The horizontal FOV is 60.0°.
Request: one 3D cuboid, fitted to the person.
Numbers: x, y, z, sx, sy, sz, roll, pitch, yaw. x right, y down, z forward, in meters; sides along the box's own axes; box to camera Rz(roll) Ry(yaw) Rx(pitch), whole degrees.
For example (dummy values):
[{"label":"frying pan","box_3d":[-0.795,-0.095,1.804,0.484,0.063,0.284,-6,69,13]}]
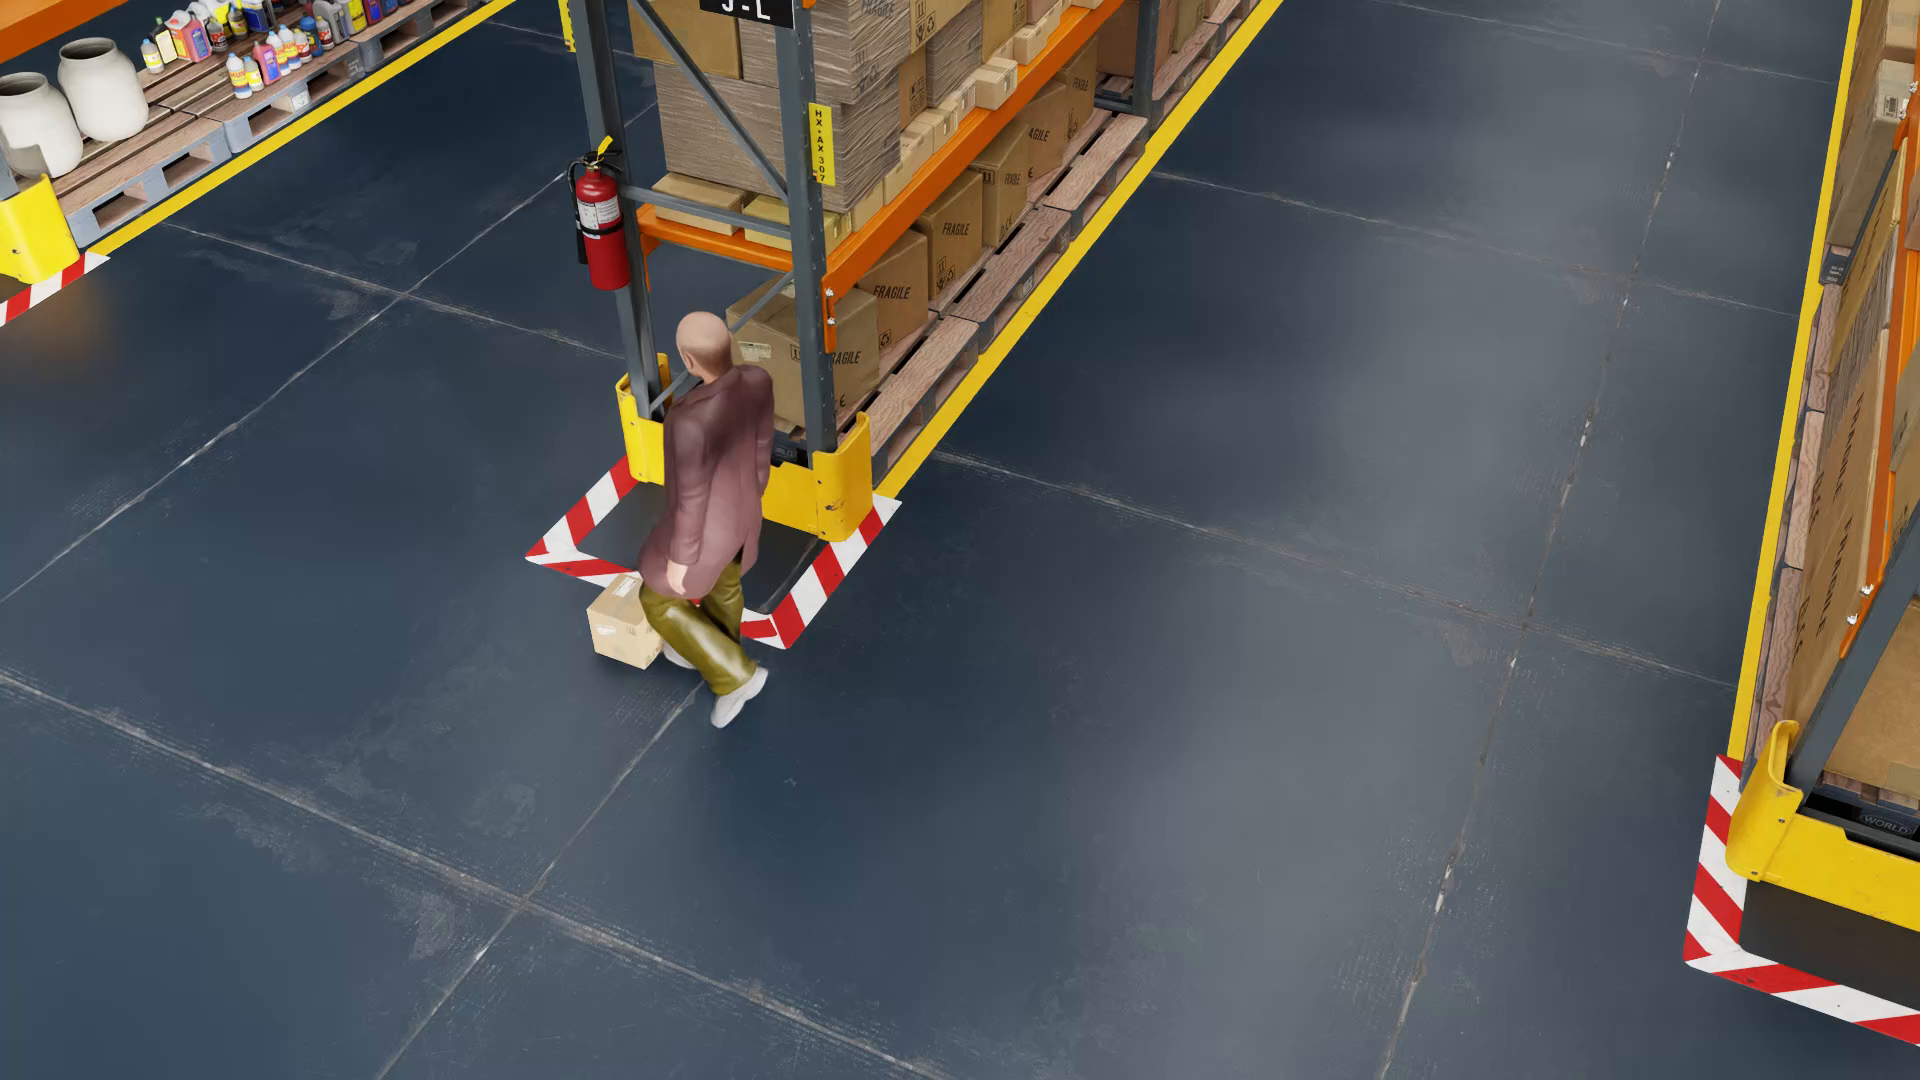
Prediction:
[{"label":"person","box_3d":[-0.952,-0.052,6.250,0.406,1.816,0.573,22,46,23]}]
